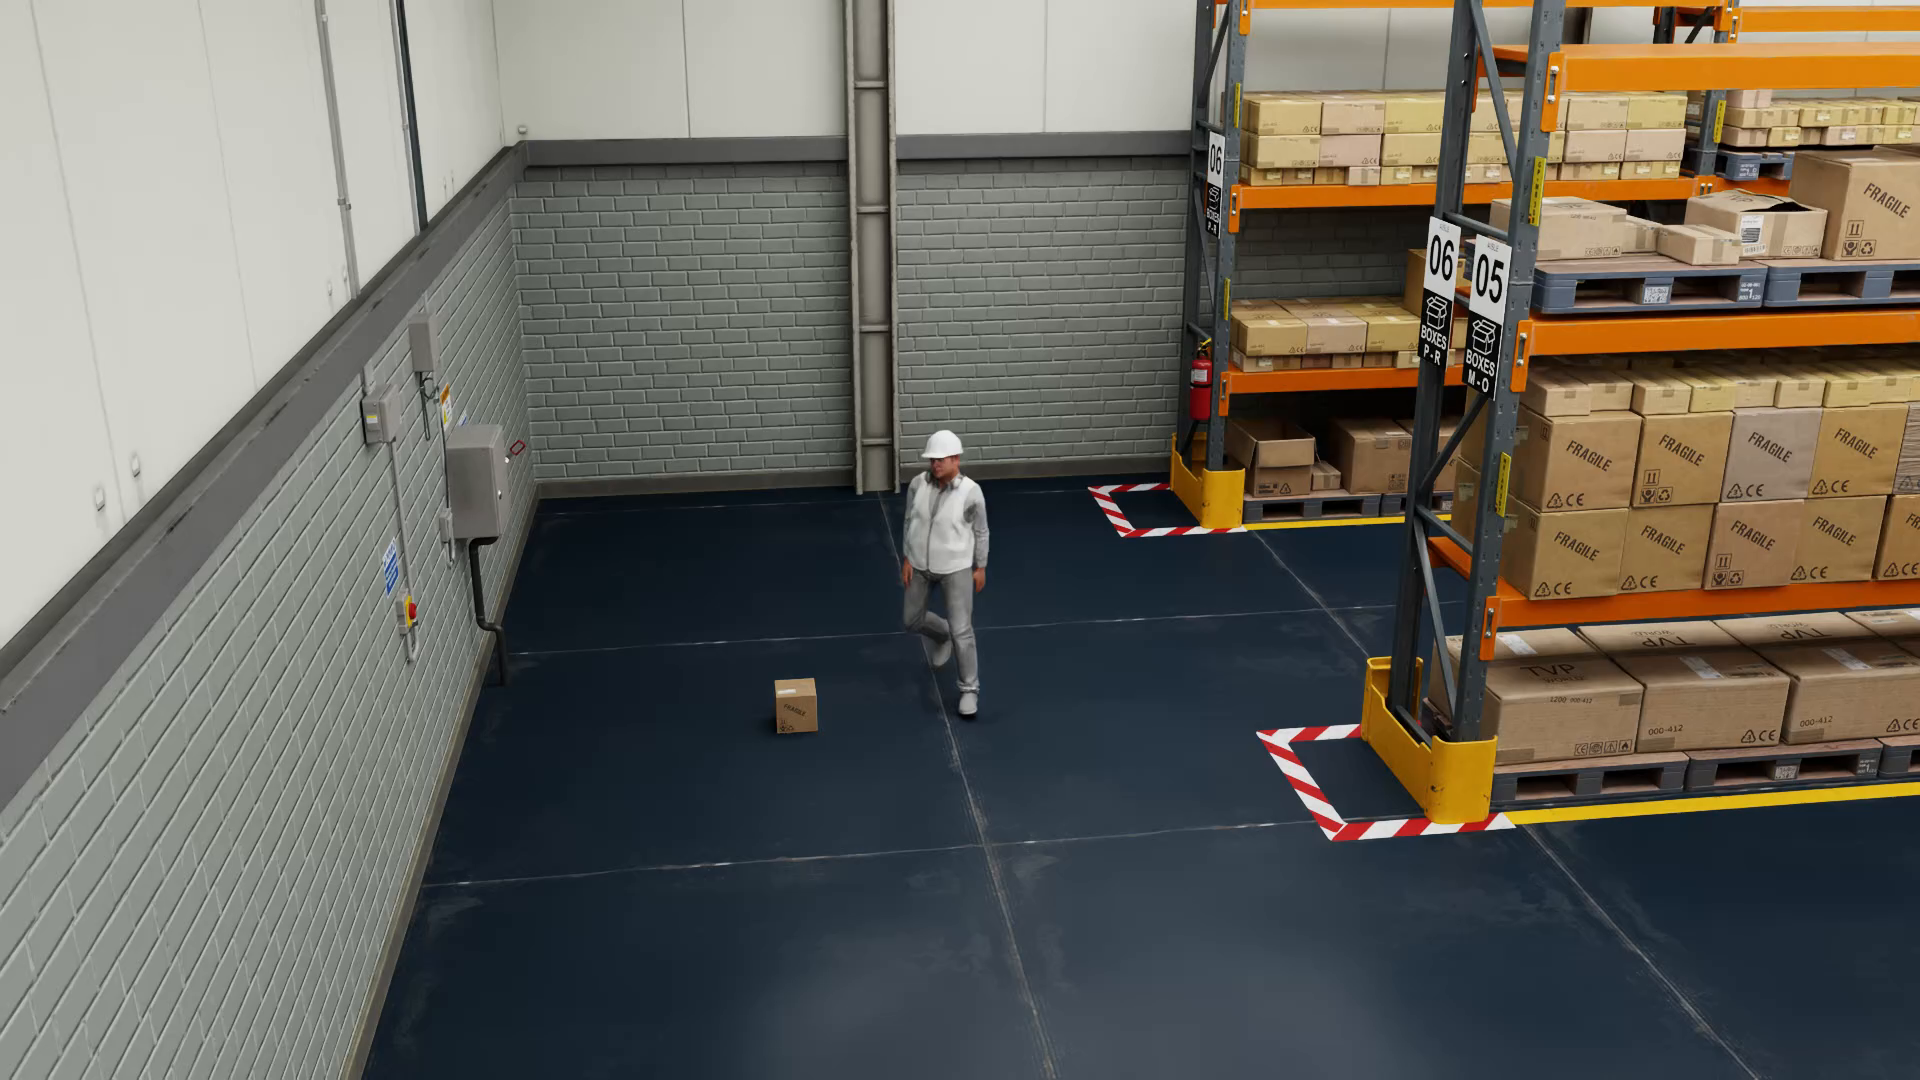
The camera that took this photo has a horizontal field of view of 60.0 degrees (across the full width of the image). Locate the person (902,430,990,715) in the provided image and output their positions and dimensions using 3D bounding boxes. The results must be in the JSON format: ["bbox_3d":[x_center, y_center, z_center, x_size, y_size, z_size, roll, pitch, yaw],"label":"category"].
[{"bbox_3d":[-0.053,0.150,10.589,0.619,1.759,0.715,10,22,25],"label":"person"}]
